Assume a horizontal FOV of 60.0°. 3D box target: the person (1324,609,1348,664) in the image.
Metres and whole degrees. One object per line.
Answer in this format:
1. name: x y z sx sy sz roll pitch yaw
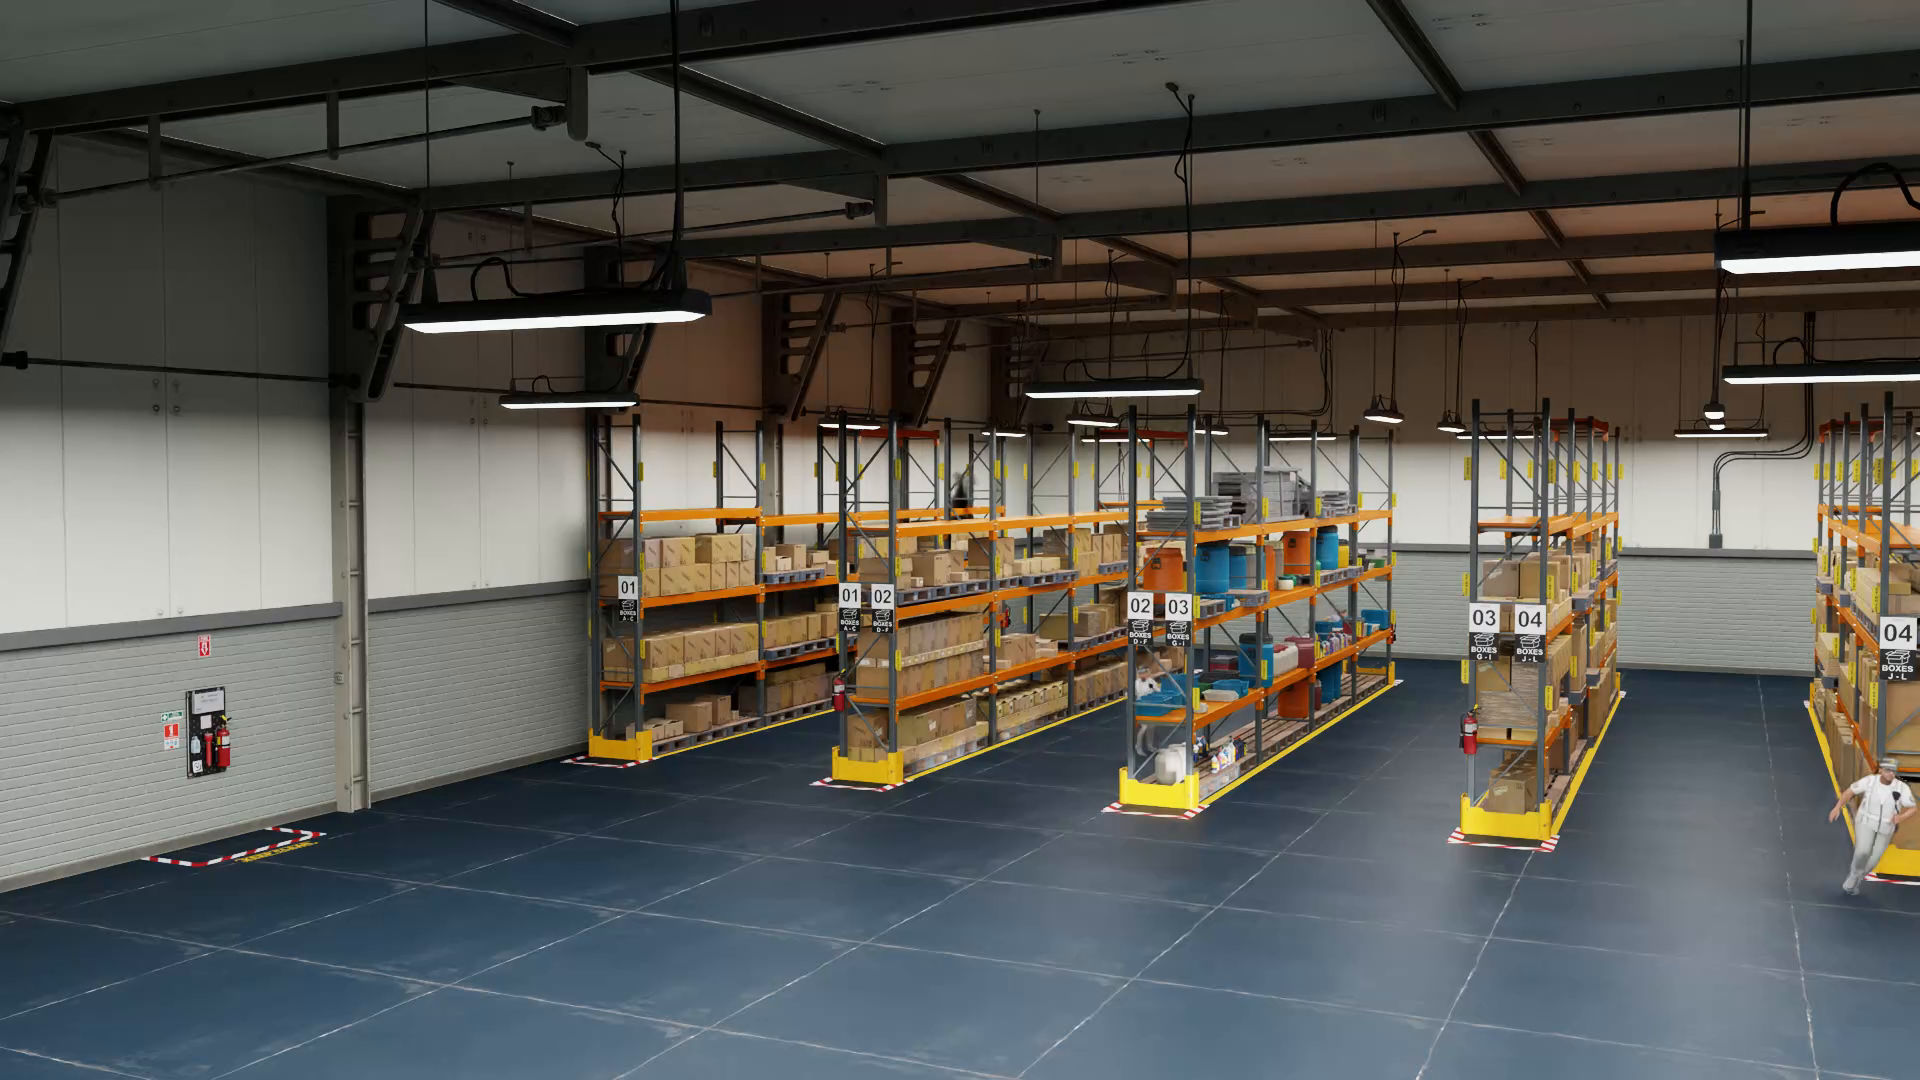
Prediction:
1. person: 9.745 2.495 42.985 0.590 1.460 1.059 -1 3 -32

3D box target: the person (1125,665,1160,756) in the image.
1. person: 3.292 3.014 29.447 0.625 1.626 0.728 -1 2 -17

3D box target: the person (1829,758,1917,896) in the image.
1. person: 10.752 3.376 19.527 0.836 1.681 0.715 1 2 14
